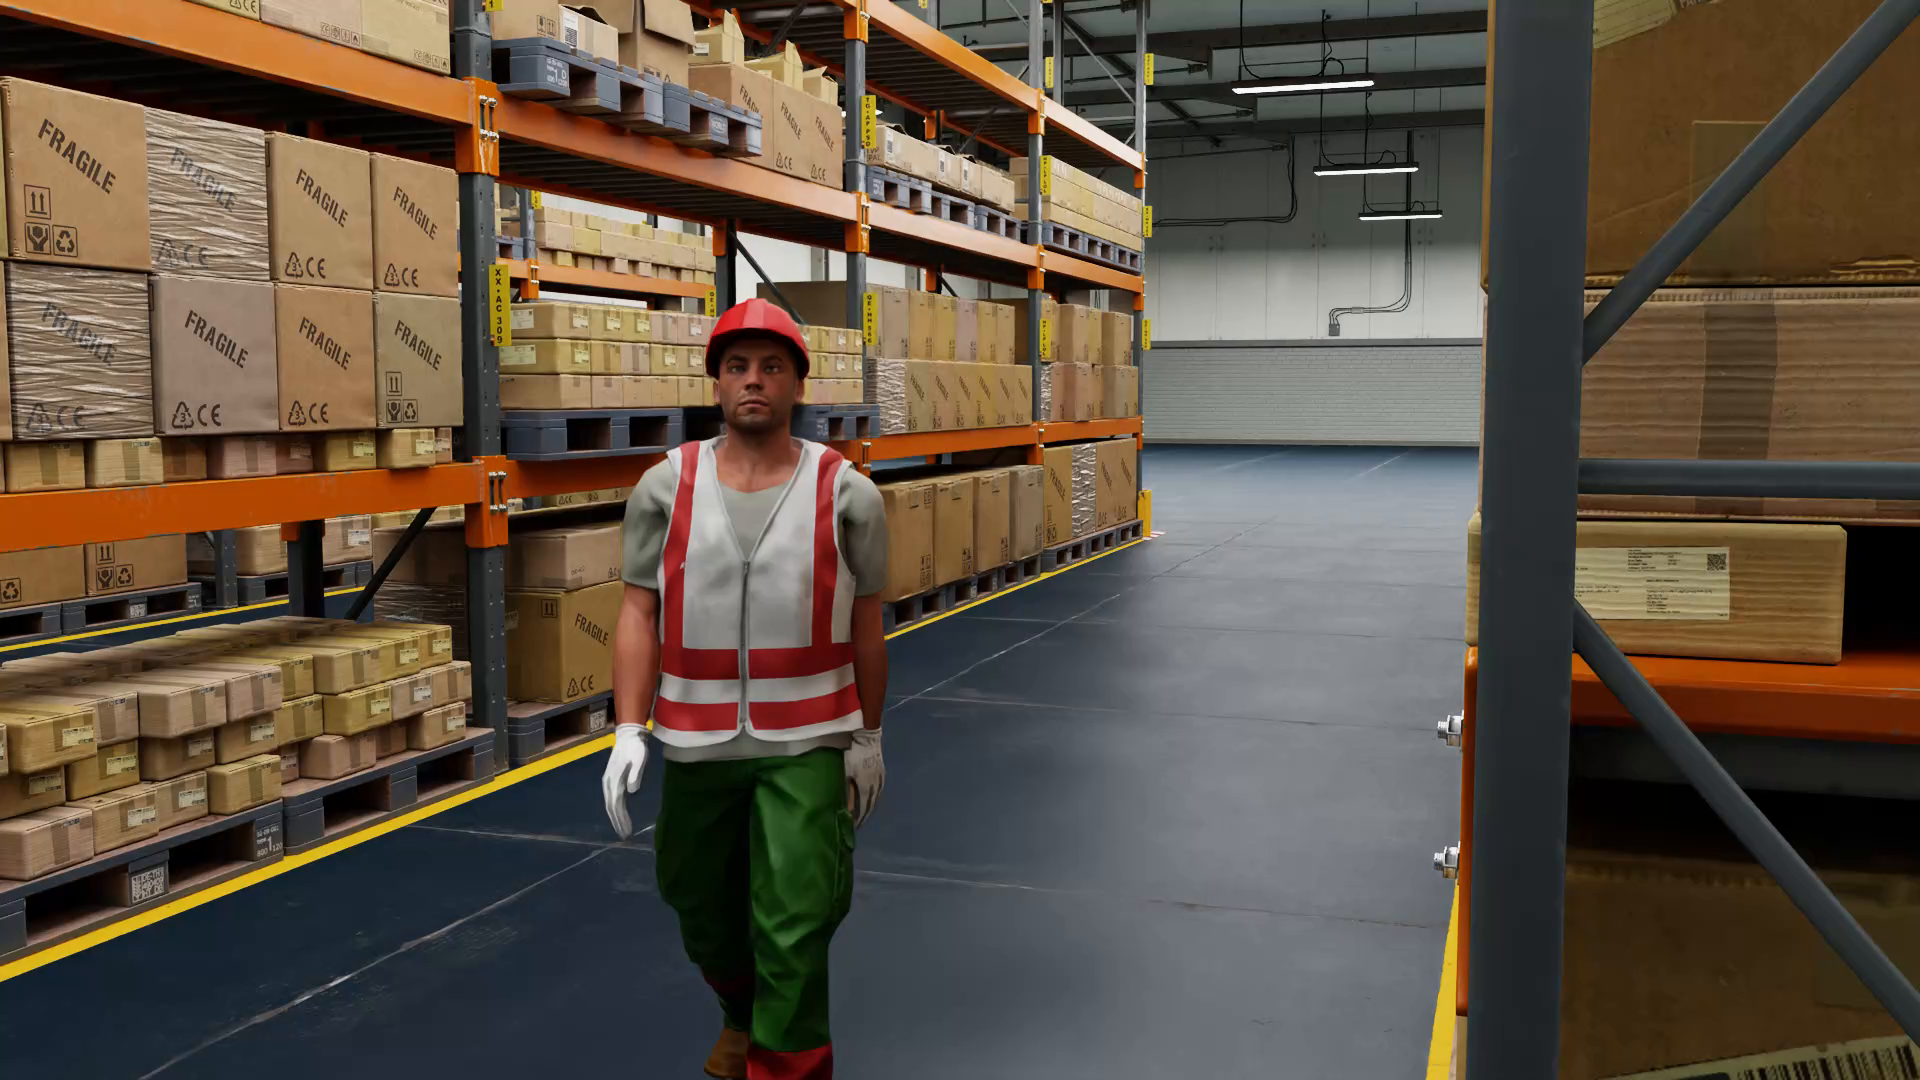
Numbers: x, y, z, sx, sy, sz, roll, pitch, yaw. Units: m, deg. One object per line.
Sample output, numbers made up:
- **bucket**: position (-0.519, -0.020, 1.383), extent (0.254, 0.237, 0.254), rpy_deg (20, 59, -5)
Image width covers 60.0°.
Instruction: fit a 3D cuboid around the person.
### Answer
- **person**: position (-0.412, 0.404, 3.292), extent (0.534, 1.753, 0.975), rpy_deg (0, 5, 2)
